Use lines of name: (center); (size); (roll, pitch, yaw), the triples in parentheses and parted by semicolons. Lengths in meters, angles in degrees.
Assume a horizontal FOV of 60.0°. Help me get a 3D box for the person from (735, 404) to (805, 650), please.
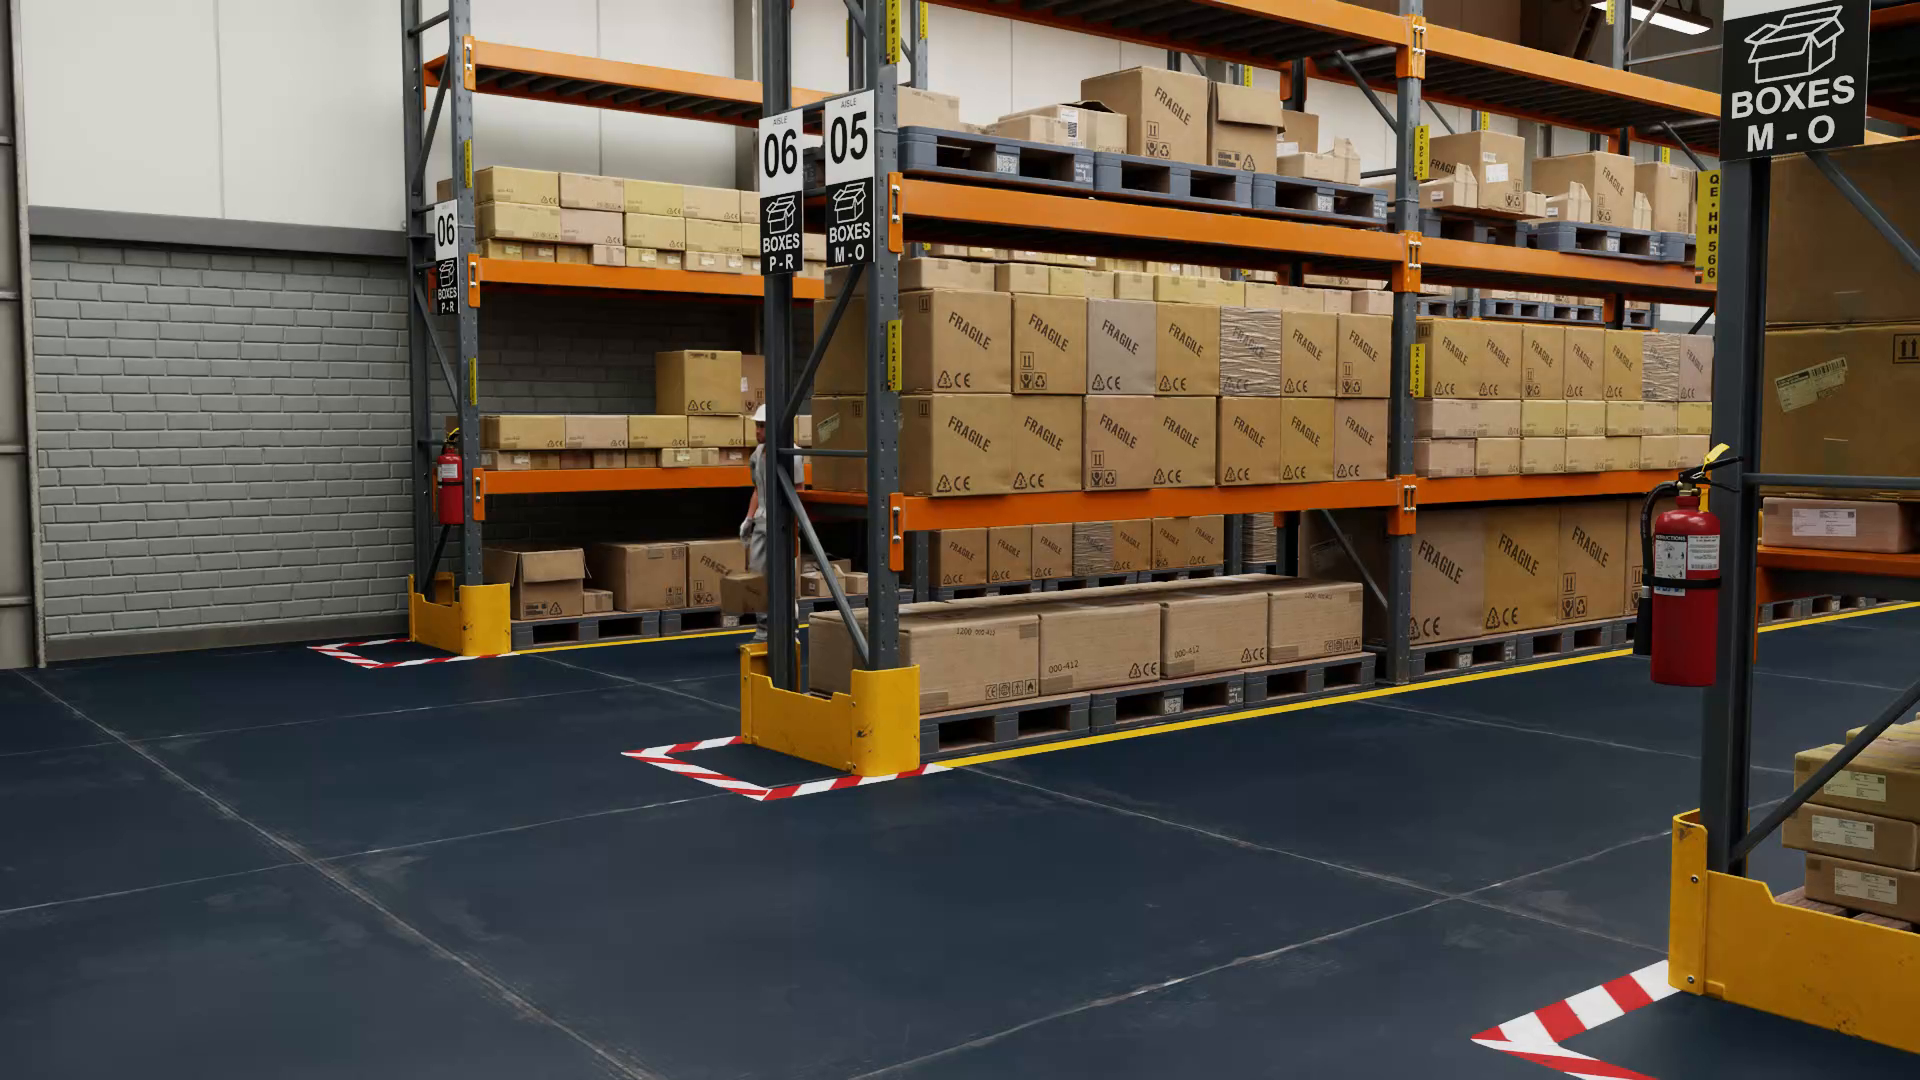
person: (-1.324, -0.077, 11.831); (0.422, 1.784, 0.555); (-4, 6, -40)
